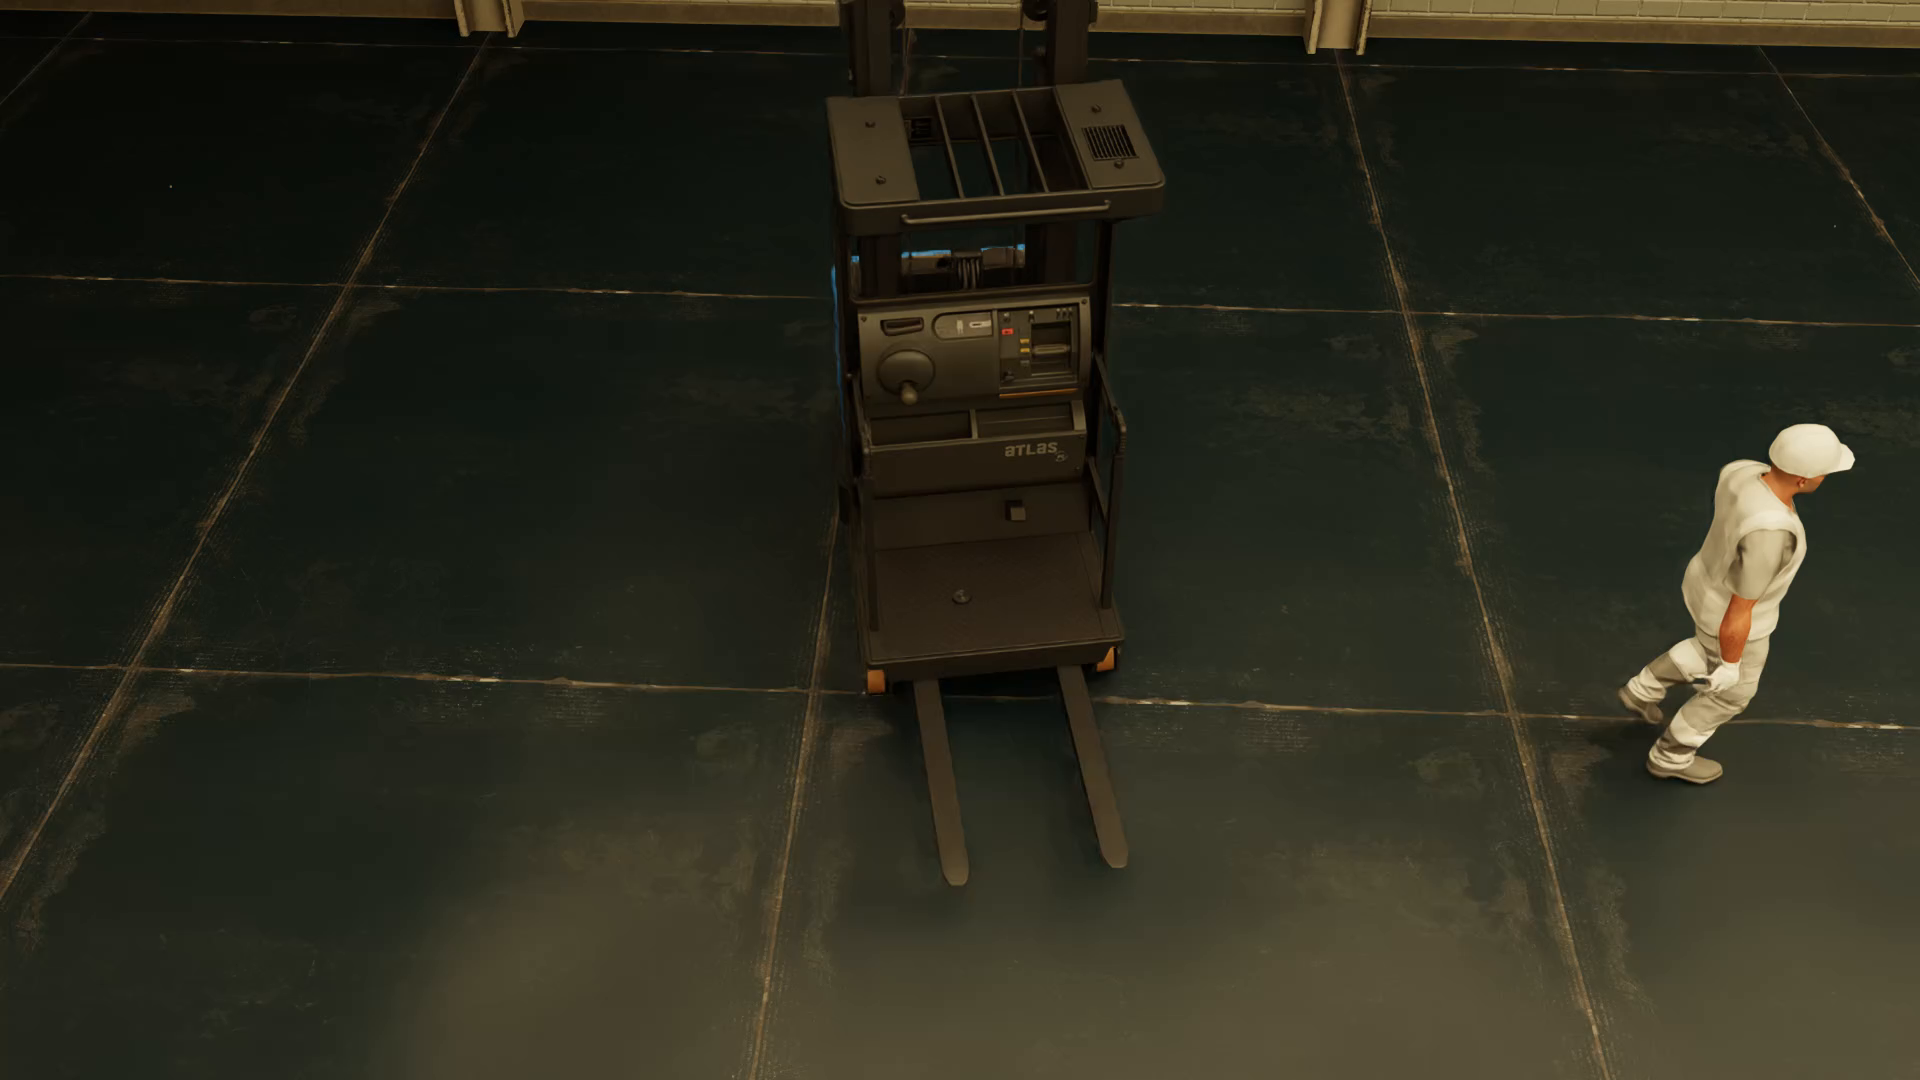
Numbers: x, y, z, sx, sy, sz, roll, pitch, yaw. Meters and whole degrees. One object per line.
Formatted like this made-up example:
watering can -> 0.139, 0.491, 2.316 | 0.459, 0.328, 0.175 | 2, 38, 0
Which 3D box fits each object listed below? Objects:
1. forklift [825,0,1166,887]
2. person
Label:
forklift -> 0.092, -0.674, 6.480 | 1.130, 2.935, 3.031 | -5, 43, -6
person -> 2.948, 0.253, 6.331 | 0.485, 1.766, 0.735 | 3, 42, 3
